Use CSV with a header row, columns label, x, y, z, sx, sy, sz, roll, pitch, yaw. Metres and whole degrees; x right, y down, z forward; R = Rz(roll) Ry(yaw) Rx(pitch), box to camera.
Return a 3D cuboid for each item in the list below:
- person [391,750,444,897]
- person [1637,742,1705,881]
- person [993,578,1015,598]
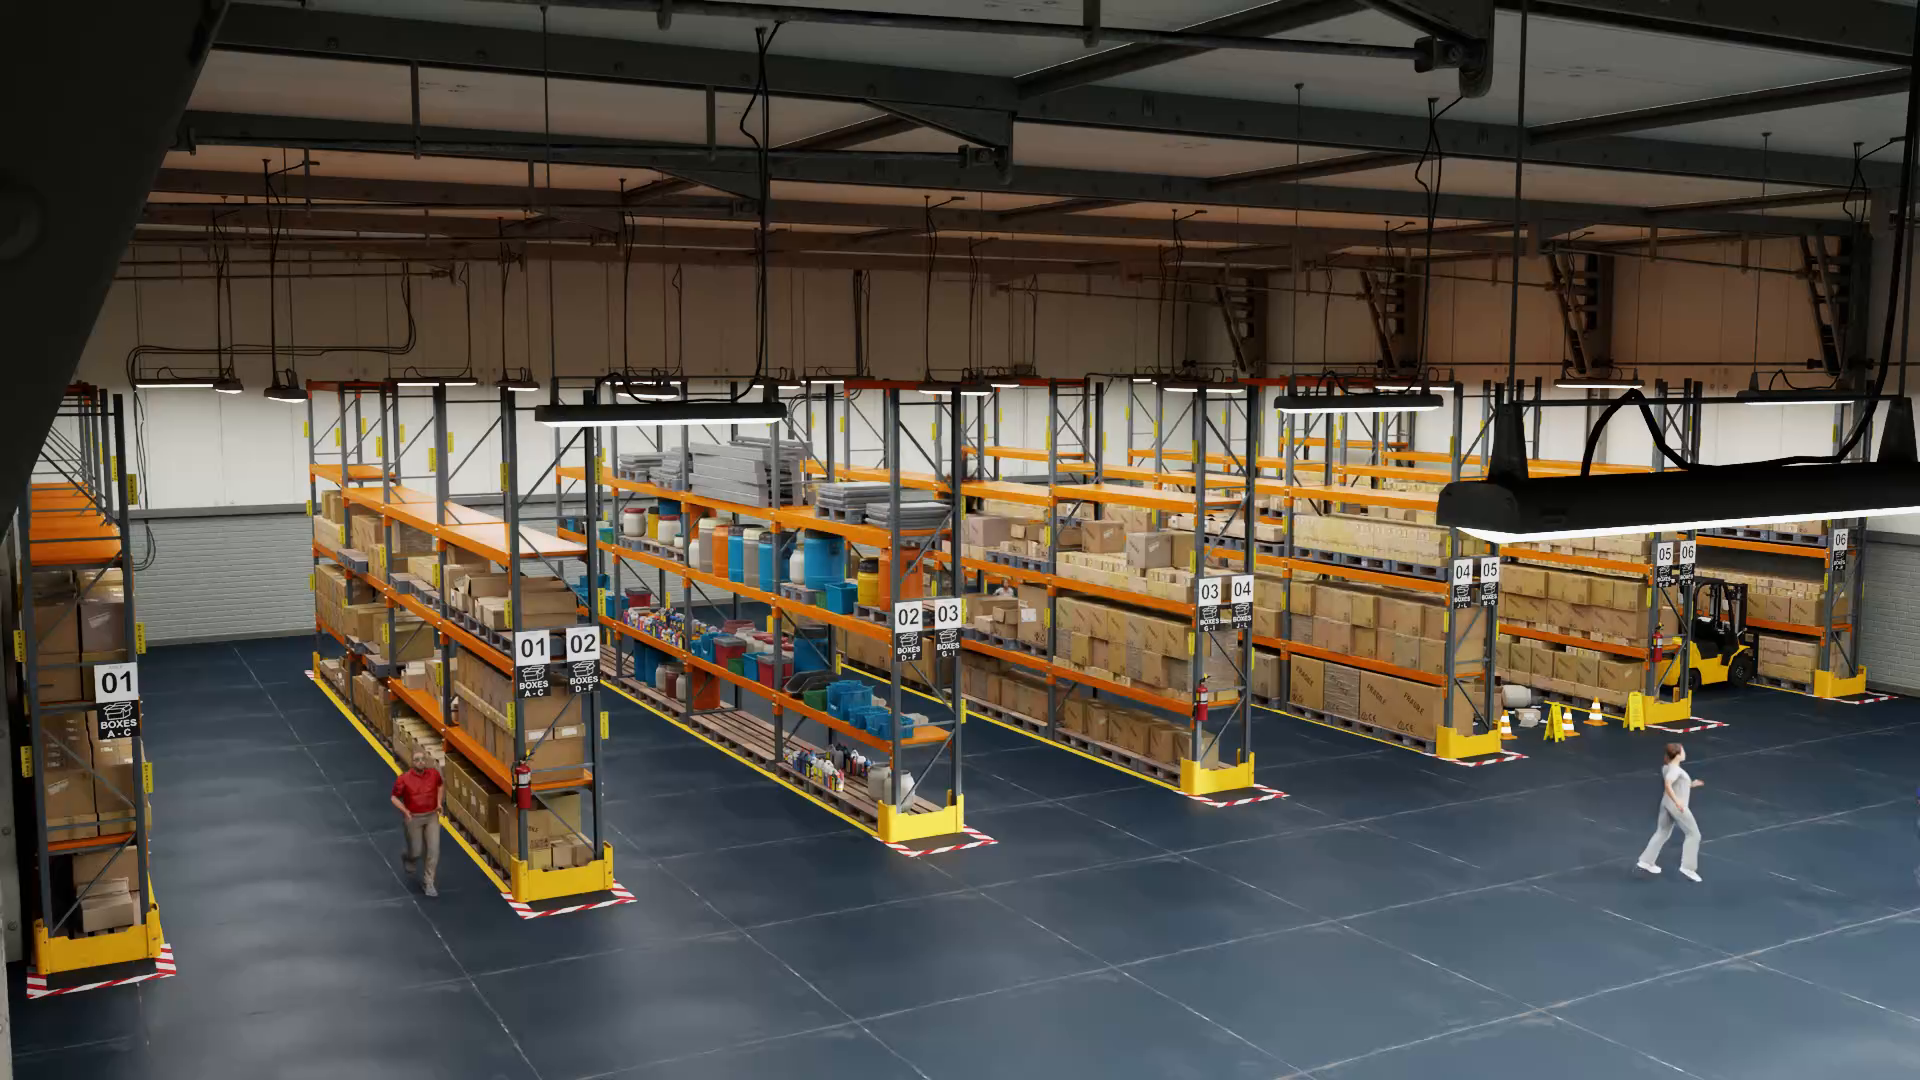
label,x,y,z,sx,sy,sz,roll,pitch,yaw
person,-6.501,3.374,20.040,0.663,1.717,0.816,-4,7,-34
person,8.735,3.331,20.387,0.770,1.725,0.538,0,6,-4
person,0.998,1.660,36.717,0.507,1.623,0.707,-3,7,-28
